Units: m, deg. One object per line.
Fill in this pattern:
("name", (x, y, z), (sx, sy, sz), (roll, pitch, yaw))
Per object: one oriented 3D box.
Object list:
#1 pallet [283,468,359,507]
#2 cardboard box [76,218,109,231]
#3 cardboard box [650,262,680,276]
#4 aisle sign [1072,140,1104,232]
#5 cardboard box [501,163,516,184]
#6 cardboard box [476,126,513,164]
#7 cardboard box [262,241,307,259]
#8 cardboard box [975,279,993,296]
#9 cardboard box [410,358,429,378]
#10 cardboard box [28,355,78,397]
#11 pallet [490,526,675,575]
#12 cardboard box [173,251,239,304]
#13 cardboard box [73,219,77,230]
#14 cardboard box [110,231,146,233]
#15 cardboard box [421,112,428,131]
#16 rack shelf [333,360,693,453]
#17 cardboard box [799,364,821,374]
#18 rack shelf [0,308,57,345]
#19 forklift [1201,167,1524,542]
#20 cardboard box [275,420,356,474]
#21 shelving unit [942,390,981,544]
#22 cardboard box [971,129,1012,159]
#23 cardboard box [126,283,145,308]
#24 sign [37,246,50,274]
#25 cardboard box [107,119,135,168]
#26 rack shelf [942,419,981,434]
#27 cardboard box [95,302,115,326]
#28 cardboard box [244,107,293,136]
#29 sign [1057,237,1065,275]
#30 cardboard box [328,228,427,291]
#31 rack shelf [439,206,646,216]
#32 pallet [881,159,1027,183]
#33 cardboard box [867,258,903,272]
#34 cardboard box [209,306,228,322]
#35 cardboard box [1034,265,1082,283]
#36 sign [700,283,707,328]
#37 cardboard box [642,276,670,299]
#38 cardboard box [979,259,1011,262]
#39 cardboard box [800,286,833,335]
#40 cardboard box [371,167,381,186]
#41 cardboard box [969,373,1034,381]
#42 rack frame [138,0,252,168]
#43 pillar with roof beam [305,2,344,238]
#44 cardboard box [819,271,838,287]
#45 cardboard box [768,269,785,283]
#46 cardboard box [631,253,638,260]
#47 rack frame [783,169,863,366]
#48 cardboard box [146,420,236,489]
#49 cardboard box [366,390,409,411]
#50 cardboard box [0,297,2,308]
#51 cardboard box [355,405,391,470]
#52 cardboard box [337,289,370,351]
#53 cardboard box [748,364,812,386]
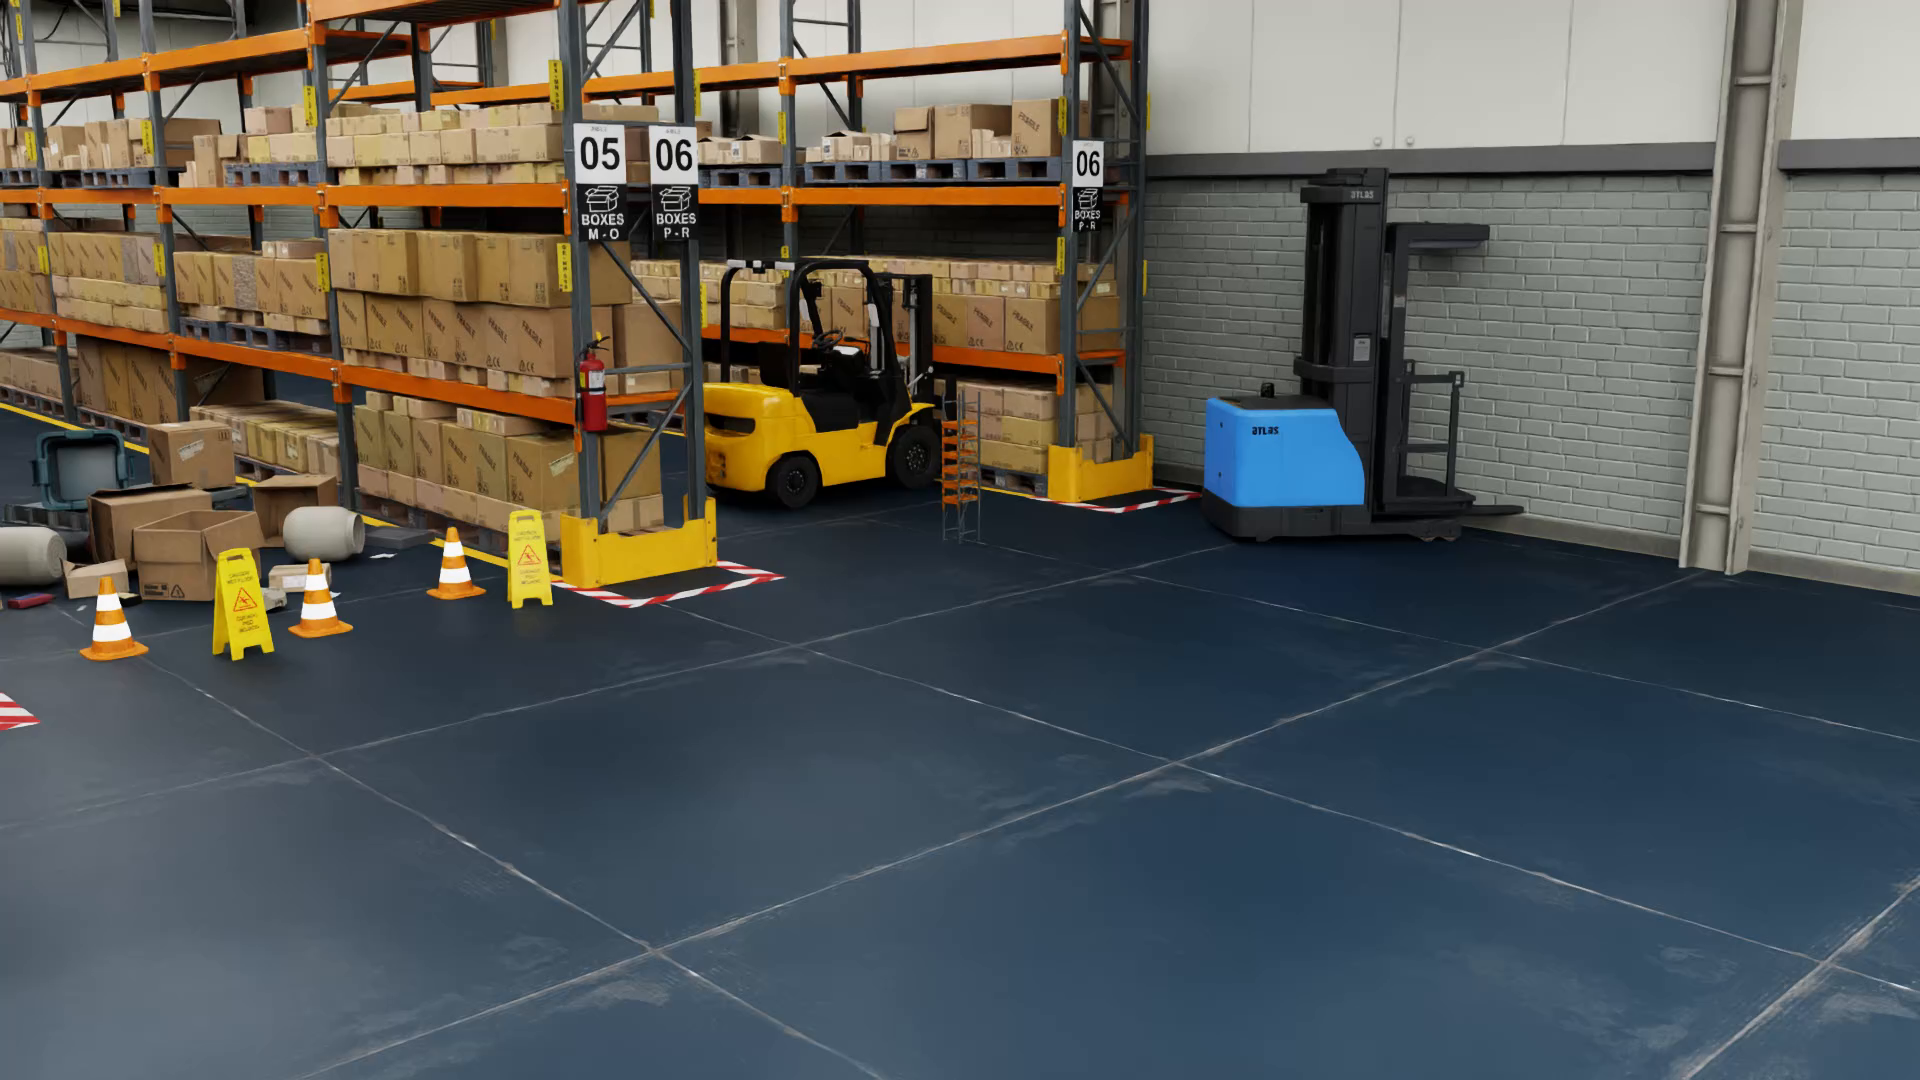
("pallet", (-5.589, -0.548, 15.548), (1.003, 0.211, 1.213), (-11, 16, -43))
("cardboard box", (-10.793, -3.942, 20.777), (0.380, 0.149, 0.250), (-11, 16, -42))
("cardboard box", (-3.452, -3.214, 19.722), (0.380, 0.149, 0.250), (-11, 16, -42))
("aisle sign", (1.133, -3.132, 14.735), (0.394, 0.787, 0.004), (-11, 16, -43))
("cardboard box", (-3.091, -2.651, 12.034), (0.380, 0.149, 0.250), (-10, 15, -41))
("cardboard box", (-3.173, -2.871, 12.112), (0.500, 0.250, 0.500), (-11, 16, -43))
("cardboard box", (-6.224, -2.690, 15.400), (0.250, 0.149, 0.380), (11, 16, 43))
("cardboard box", (0.362, -2.404, 15.793), (0.380, 0.149, 0.250), (-11, 16, -43))
("cardboard box", (-4.188, -1.399, 13.389), (0.380, 0.149, 0.250), (-11, 16, -42))
("cardboard box", (-11.549, -2.156, 21.751), (0.875, 0.438, 0.875), (11, 16, 43))
("pallet", (-2.876, 0.015, 12.817), (1.003, 0.211, 1.213), (-11, 16, -43))
("cardboard box", (-7.669, -2.687, 16.992), (0.500, 0.500, 0.500), (11, 16, 44))
("cardboard box", (-11.121, -3.878, 20.470), (0.380, 0.149, 0.250), (-10, 16, -41))
("cardboard box", (-10.084, -3.476, 20.126), (0.500, 0.500, 0.500), (-10, 15, -41))
("cardboard box", (-3.935, -3.230, 12.869), (0.380, 0.149, 0.250), (-10, 16, -41))
("rack shelf", (-3.669, -1.156, 13.372), (1.077, 0.370, 4.000), (-11, 16, -43))
("cardboard box", (-1.355, -1.727, 17.656), (0.500, 0.250, 0.500), (-11, 16, -43))
("rack shelf", (-11.956, -2.907, 21.873), (1.077, 0.370, 4.000), (-11, 16, -43))
("forklift", (3.601, -1.528, 13.567), (3.031, 2.935, 1.130), (-1, 12, -7))
("cardboard box", (-5.913, -0.900, 15.816), (0.950, 0.372, 0.625), (-10, 15, -39))
("shelving unit", (0.010, -0.586, 13.280), (0.258, 1.200, 0.189), (-11, 16, -43))
("cardboard box", (0.333, -3.682, 15.462), (0.396, 0.266, 0.258), (-11, 16, -42))
("cardboard box", (-8.687, -2.665, 18.046), (0.500, 0.250, 0.500), (11, 16, 44))
("sign", (-10.975, -3.353, 19.911), (0.100, 0.325, 0.005), (-11, 16, -43))
("cardboard box", (-8.633, -4.226, 17.767), (0.500, 0.500, 0.700), (11, 16, 42))
("rack shelf", (0.010, -0.895, 13.216), (0.258, 0.103, 0.180), (-11, 16, -43))
("cardboard box", (-9.422, -2.567, 18.808), (0.500, 0.250, 0.500), (-11, 16, -43))
("cardboard box", (-6.263, -3.859, 15.368), (0.500, 0.250, 0.500), (-11, 16, -42))
("sign", (0.898, -2.518, 14.745), (0.100, 0.325, 0.005), (-11, 16, -43))
("cardboard box", (-4.903, -2.390, 14.117), (0.700, 0.500, 0.500), (-11, 16, -43))
("rack shelf", (-5.606, -4.485, 22.096), (1.077, 0.370, 4.000), (-11, 16, -43))
("pallet", (-0.016, -3.620, 16.332), (1.003, 0.211, 1.213), (-11, 16, -43))
("cardboard box", (-0.726, -2.770, 16.828), (0.380, 0.149, 0.250), (-11, 16, -43))
("cardboard box", (-7.221, -2.258, 16.520), (0.380, 0.149, 0.250), (-11, 16, -42))
("cardboard box", (0.900, -2.444, 15.248), (0.380, 0.149, 0.250), (-11, 16, -42))
("sign", (-1.895, -1.716, 12.163), (0.100, 0.325, 0.005), (-11, 16, -43))
("cardboard box", (-3.402, -2.997, 19.656), (0.500, 0.250, 0.500), (11, 16, 44))
("cardboard box", (0.403, -2.705, 16.513), (0.250, 0.149, 0.380), (11, 16, 44))
("cardboard box", (-1.345, -2.440, 17.575), (0.500, 0.500, 0.500), (11, 16, 44))
("cardboard box", (-4.621, -3.000, 13.728), (0.380, 0.149, 0.250), (-11, 16, -43))
("cardboard box", (0.420, -1.501, 16.558), (0.500, 0.250, 0.500), (-11, 16, -43))
("rack frame", (-7.812, -5.322, 16.944), (1.000, 3.000, 0.127), (-11, 16, -43))
("pillar with roof beam", (-14.073, -7.101, 25.579), (9.100, 9.000, 0.400), (-11, 16, -43))
("cardboard box", (-1.253, -2.738, 17.415), (0.380, 0.149, 0.250), (-10, 16, -41))
("cardboard box", (-1.859, -2.878, 18.092), (0.380, 0.149, 0.250), (-10, 15, -41))
("cardboard box", (-4.467, -3.428, 21.328), (0.500, 0.500, 0.500), (-10, 15, -40))
("rack frame", (-1.463, -2.493, 18.076), (1.000, 3.000, 0.127), (-11, 16, -43))
("cardboard box", (-6.317, -0.694, 13.667), (0.500, 0.500, 0.500), (-11, 16, -43))
("cardboard box", (-4.795, -1.194, 14.081), (0.380, 0.149, 0.250), (-11, 16, -42))
("cardboard box", (-12.505, -3.344, 21.961), (0.500, 0.500, 0.500), (-11, 16, -43))
("cardboard box", (-4.838, -0.903, 14.275), (0.500, 0.500, 0.500), (-10, 15, -40))
("cardboard box", (-4.948, -1.892, 14.176), (0.500, 0.500, 0.500), (-11, 16, -43))
("cardboard box", (-1.831, -1.610, 18.636), (0.875, 0.625, 0.625), (-10, 15, -40))
